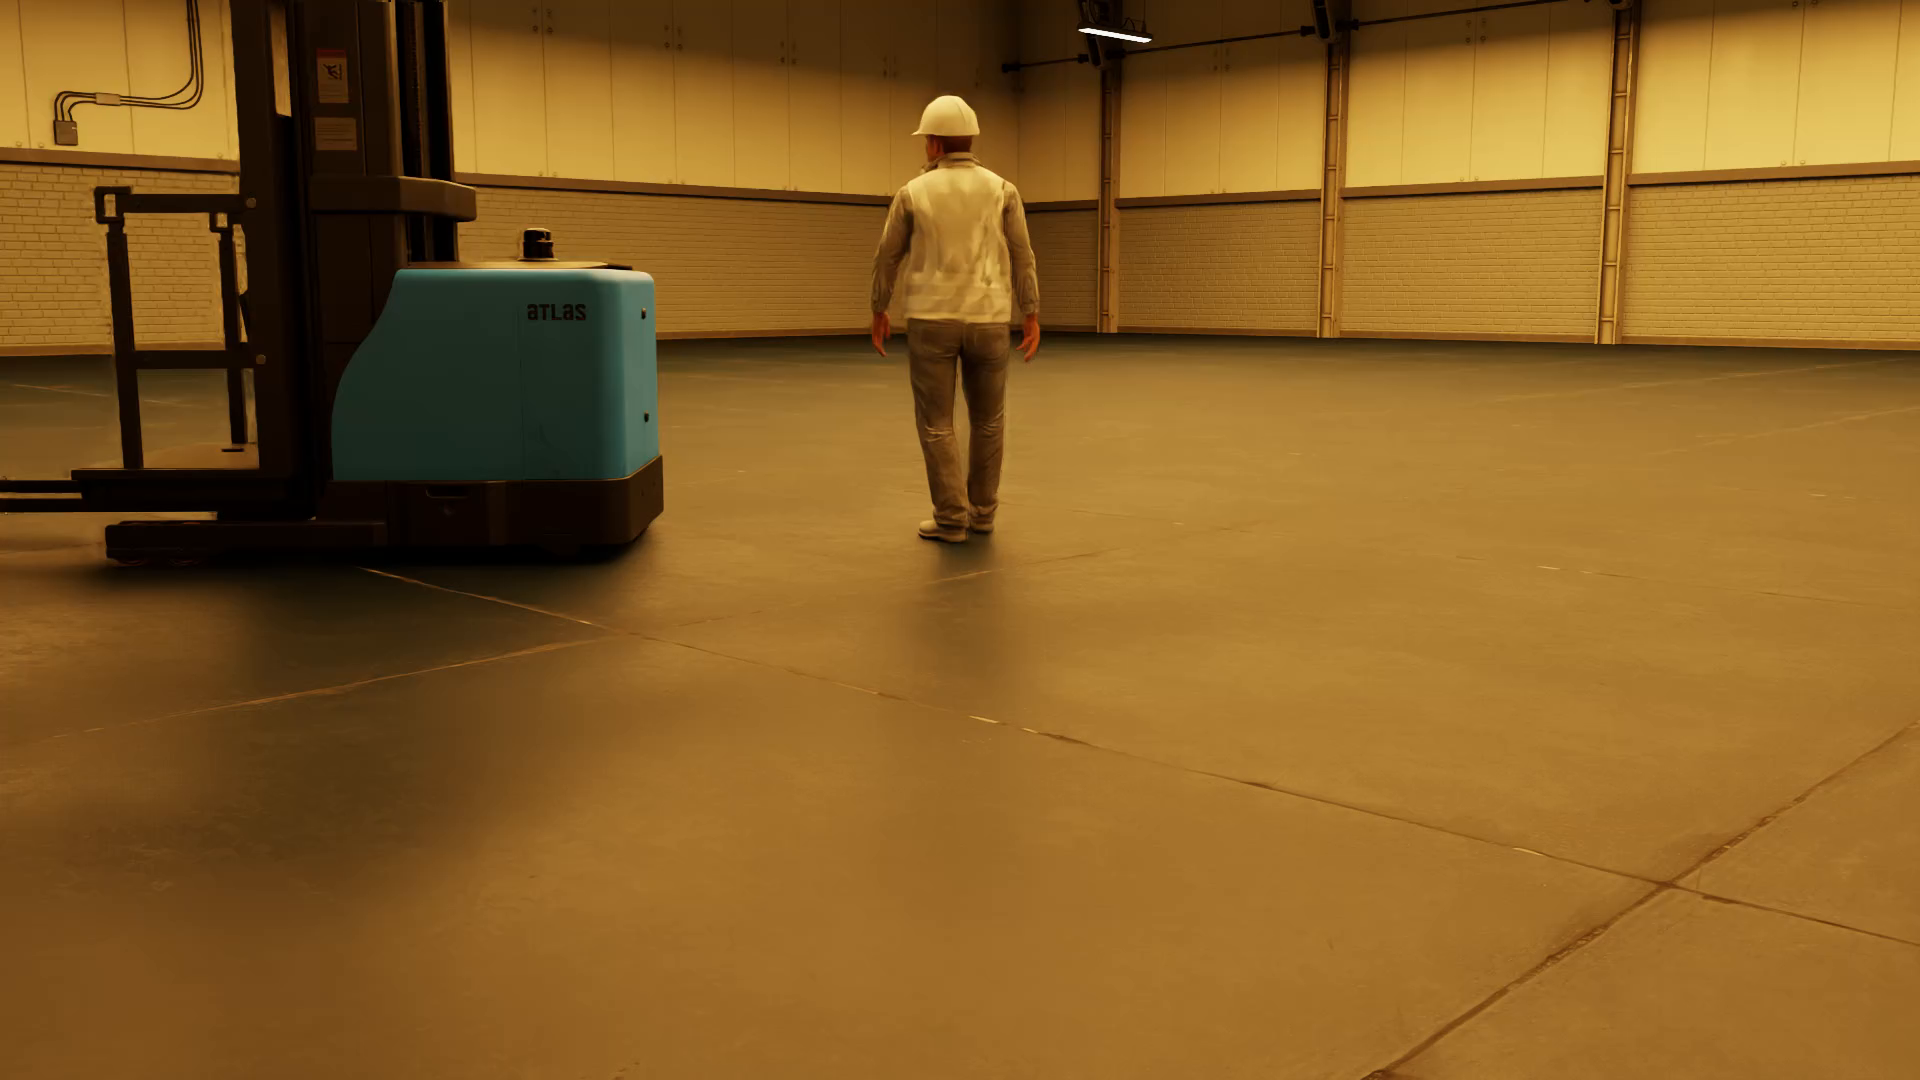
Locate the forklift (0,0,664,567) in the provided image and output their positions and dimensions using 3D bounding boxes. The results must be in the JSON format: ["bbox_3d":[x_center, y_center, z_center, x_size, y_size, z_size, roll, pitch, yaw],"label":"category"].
[{"bbox_3d":[-2.756,-1.431,6.376,3.031,2.935,1.130,0,9,-2],"label":"forklift"}]

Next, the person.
[{"bbox_3d":[-0.030,-0.894,6.794,0.669,1.759,0.652,-1,9,-9],"label":"person"}]
